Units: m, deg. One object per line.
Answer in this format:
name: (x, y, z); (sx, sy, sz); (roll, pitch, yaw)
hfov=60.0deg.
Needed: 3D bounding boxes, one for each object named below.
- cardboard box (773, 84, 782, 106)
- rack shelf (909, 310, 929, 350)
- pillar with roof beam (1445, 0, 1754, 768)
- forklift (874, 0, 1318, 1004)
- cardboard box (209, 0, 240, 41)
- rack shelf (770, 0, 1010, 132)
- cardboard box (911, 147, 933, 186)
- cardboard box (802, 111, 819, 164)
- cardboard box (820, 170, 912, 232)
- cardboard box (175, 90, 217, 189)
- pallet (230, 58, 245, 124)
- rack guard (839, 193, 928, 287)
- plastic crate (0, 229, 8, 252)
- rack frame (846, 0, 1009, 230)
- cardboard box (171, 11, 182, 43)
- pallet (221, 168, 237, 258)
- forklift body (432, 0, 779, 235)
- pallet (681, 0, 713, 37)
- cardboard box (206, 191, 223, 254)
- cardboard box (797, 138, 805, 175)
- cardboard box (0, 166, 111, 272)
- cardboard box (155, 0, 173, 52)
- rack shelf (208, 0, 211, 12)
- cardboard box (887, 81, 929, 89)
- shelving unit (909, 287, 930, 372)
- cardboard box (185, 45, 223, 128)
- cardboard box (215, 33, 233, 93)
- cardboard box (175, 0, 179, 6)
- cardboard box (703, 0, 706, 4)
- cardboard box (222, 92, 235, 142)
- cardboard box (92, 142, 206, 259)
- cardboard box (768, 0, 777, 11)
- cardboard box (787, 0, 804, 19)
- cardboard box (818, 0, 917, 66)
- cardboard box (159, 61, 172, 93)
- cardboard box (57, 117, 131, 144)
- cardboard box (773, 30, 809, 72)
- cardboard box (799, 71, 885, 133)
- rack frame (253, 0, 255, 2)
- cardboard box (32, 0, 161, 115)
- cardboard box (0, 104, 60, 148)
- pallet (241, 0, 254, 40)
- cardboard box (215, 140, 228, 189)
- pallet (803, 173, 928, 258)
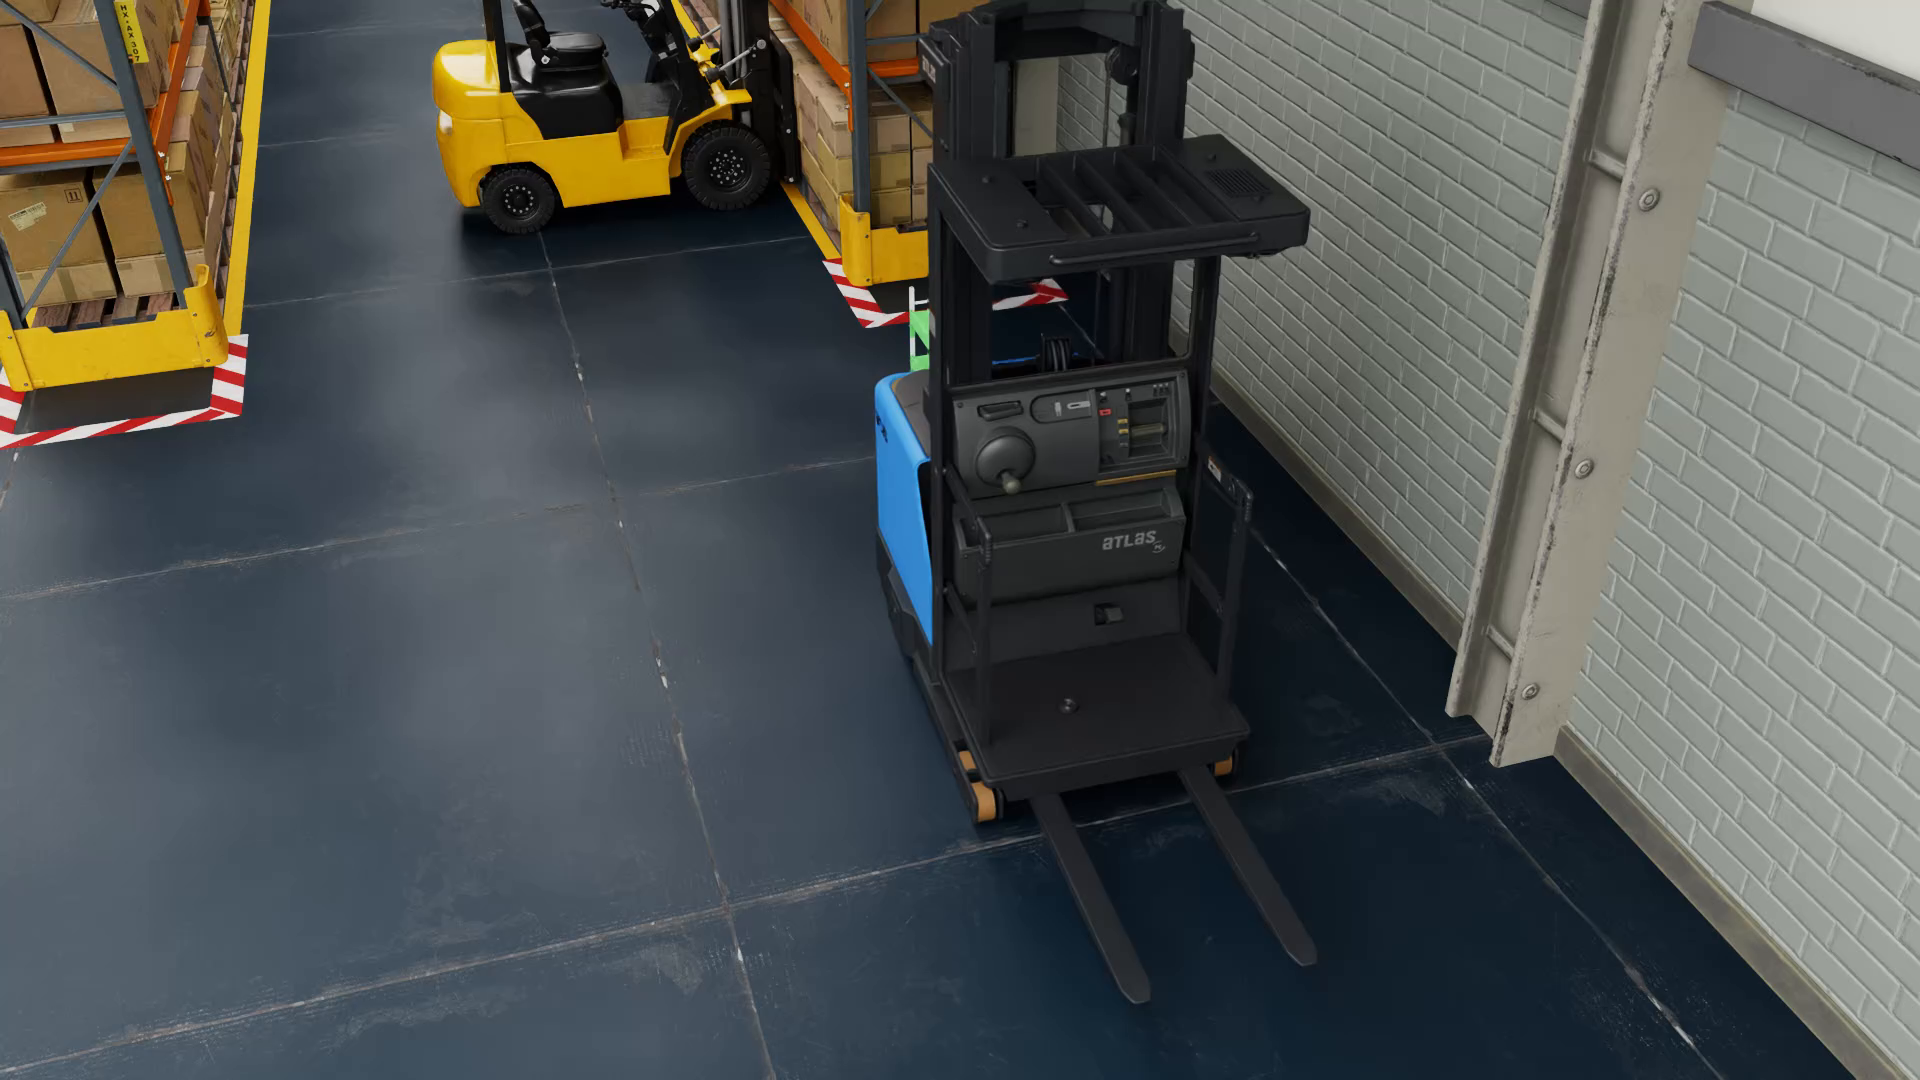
cardboard box: (-1.105, -3.313, 12.203); (0.500, 0.250, 0.500); (-10, 35, -15)
rack shelf: (-0.051, -0.935, 7.821); (0.258, 0.148, 0.480); (-10, 35, -15)
pillar with roof beam: (-1.813, -2.224, 3.453); (9.100, 9.000, 0.400); (-10, 35, -15)
forklift: (0.491, -0.351, 6.123); (1.130, 2.935, 3.031); (-9, 34, -13)
cardboard box: (-6.734, -4.437, 14.246); (0.950, 0.372, 0.625); (-9, 34, -13)
rack shelf: (-0.799, -3.828, 11.974); (1.077, 0.370, 4.000); (-10, 35, -15)
cardboard box: (-0.135, -2.596, 11.118); (0.500, 0.250, 0.500); (-9, 35, -14)
cardboard box: (-0.778, -2.783, 11.400); (0.500, 0.250, 0.500); (-10, 35, -15)
cardboard box: (-0.633, -2.299, 11.122); (0.500, 0.250, 0.500); (-10, 35, -14)
cardboard box: (-5.214, -2.603, 10.901); (0.500, 0.500, 0.500); (-9, 35, -14)
pallet: (-6.374, -3.586, 13.486); (1.003, 0.211, 1.213); (-10, 35, -15)
rack guard: (-0.182, -2.022, 10.857); (1.175, 0.500, 0.348); (-10, 35, -15)
plastic crate: (-6.437, -2.161, 11.448); (0.402, 0.080, 0.583); (-23, 40, -31)
rack frame: (-0.189, -3.078, 10.187); (1.000, 3.000, 0.127); (-10, 35, -15)
cardboard box: (-5.271, -3.318, 10.778); (0.380, 0.149, 0.250); (-10, 35, -14)
pallet: (-5.521, -2.190, 11.372); (1.003, 0.211, 1.213); (-10, 35, -15)
forklift body: (-2.505, -3.413, 11.463); (2.313, 2.155, 1.214); (-10, 35, -15)
pallet: (-2.047, -5.036, 15.680); (1.003, 0.211, 1.213); (-10, 35, -15)
cardboard box: (-5.046, -2.008, 10.682); (0.500, 0.250, 0.500); (-9, 34, -13)
cardboard box: (-0.920, -2.826, 11.919); (0.500, 0.250, 0.500); (-10, 35, -14)
cardboard box: (-5.408, -1.959, 9.927); (0.500, 0.500, 0.500); (-10, 35, -14)
cardboard box: (-5.113, -3.241, 10.073); (0.500, 0.500, 0.500); (-11, 35, -16)
rack shelf: (-6.745, -5.091, 13.886); (1.077, 0.370, 4.000); (-10, 35, -15)
cardboard box: (-0.311, -3.069, 11.380); (0.500, 0.250, 0.500); (-10, 35, -15)
shelving unit: (-0.051, -0.587, 8.051); (0.258, 1.200, 0.503); (-10, 35, -15)
cardboard box: (-5.542, -3.150, 11.729); (0.500, 0.500, 0.500); (-9, 35, -14)
cardboard box: (-6.297, -3.695, 13.124); (0.950, 0.372, 0.625); (-10, 35, -14)
cardboard box: (-5.437, -3.775, 10.881); (0.500, 0.500, 0.500); (-9, 35, -13)
cardboard box: (-2.040, -5.438, 15.531); (0.875, 0.625, 0.625); (-11, 35, -17)
cardboard box: (-5.699, -3.104, 12.340); (0.500, 0.250, 0.500); (-8, 34, -13)
cardboard box: (-4.905, -2.064, 10.086); (0.500, 0.500, 0.500); (-11, 35, -16)
cardboard box: (-1.414, -4.046, 12.859); (0.500, 0.250, 0.500); (-10, 35, -15)
cardboard box: (-0.895, -3.877, 11.305); (0.500, 0.500, 0.500); (-11, 35, -16)
cardboard box: (-0.589, -3.334, 10.484); (0.500, 0.500, 0.500); (-11, 35, -16)
cardboard box: (-4.949, -2.774, 9.954); (0.380, 0.149, 0.250); (-9, 35, -14)
cardboard box: (-4.821, -2.349, 9.313); (0.380, 0.149, 0.250); (-10, 35, -15)
cardboard box: (-1.099, -3.510, 12.047); (0.500, 0.250, 0.500); (-11, 35, -16)
cardboard box: (-0.788, -2.979, 11.244); (0.500, 0.250, 0.500); (-9, 35, -14)
rack frame: (-7.355, -6.441, 15.277); (1.000, 3.000, 0.127); (-10, 35, -15)
cardboard box: (-4.795, -2.702, 9.258); (0.500, 0.500, 0.500); (-11, 35, -15)
cardboard box: (-5.233, -2.297, 9.233); (0.380, 0.149, 0.250); (-9, 34, -13)
pallet: (-7.118, -4.867, 15.425); (1.003, 0.211, 1.213); (-10, 35, -15)
cardboard box: (-5.376, -2.558, 11.514); (0.500, 0.250, 0.500); (-9, 35, -14)
pallet: (-0.462, -2.309, 11.553); (1.003, 0.211, 1.213); (-10, 35, -15)
